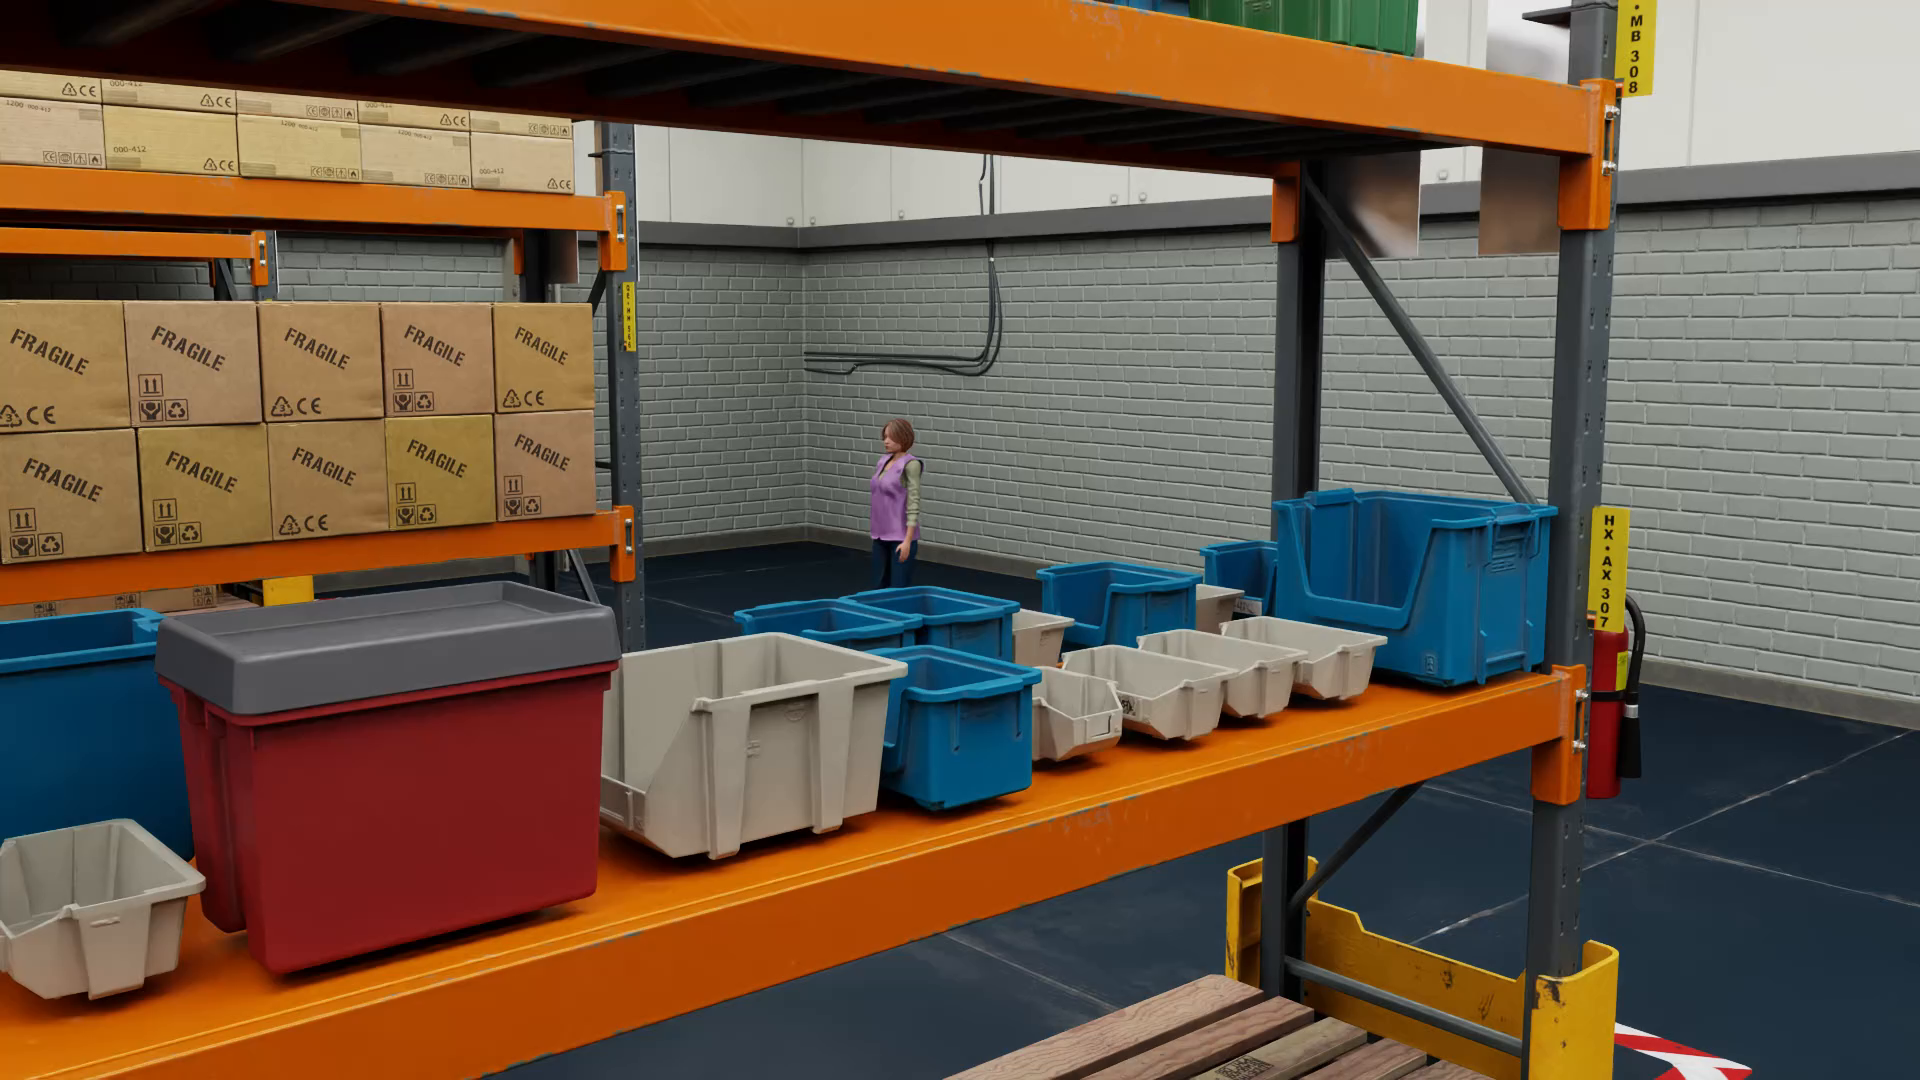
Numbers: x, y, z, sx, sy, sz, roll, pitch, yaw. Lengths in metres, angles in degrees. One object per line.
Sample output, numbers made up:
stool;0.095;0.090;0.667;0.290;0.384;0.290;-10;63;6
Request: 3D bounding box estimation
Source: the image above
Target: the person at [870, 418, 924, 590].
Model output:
person;-0.414;0.019;10.808;0.306;1.622;0.418;-6;10;-39
